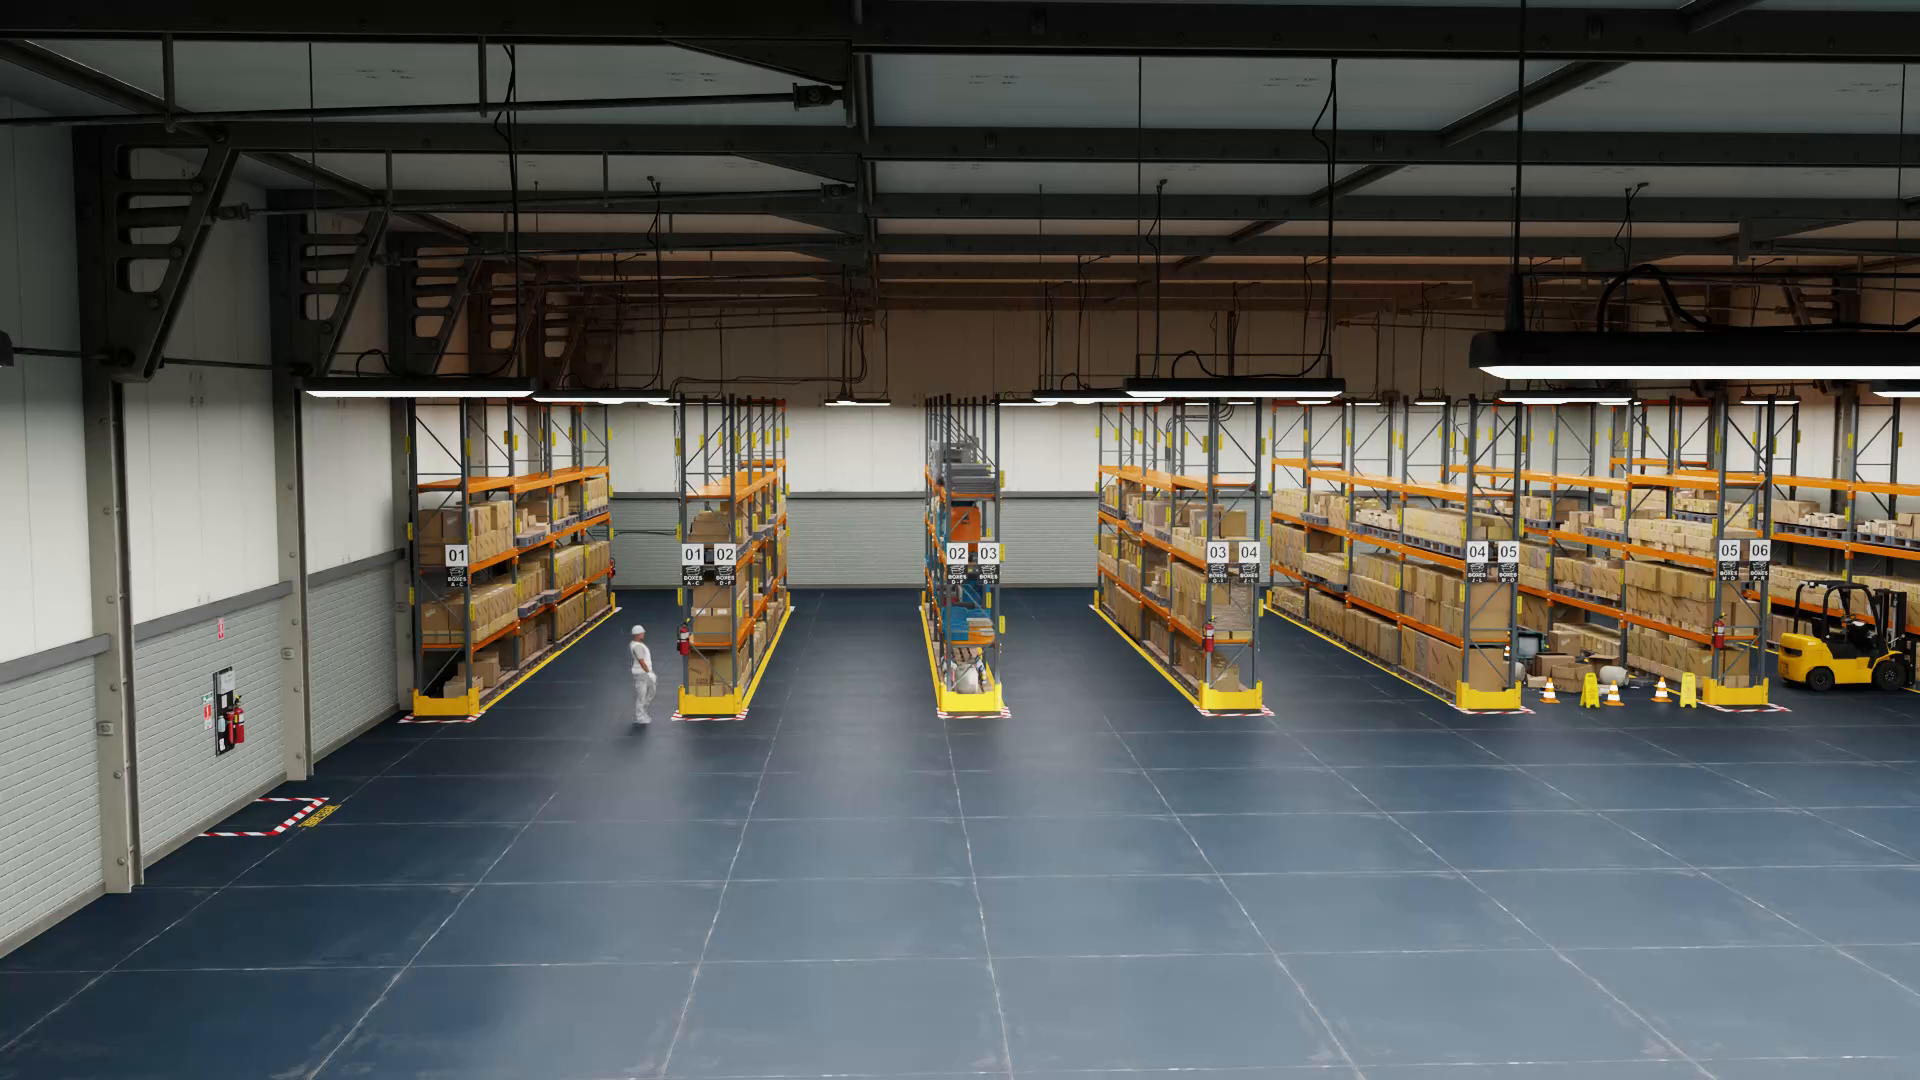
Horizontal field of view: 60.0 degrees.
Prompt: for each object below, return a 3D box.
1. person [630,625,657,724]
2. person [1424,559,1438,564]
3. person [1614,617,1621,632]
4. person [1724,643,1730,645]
[{"bbox_3d":[-5.751,2.442,30.310,0.623,1.790,0.647,1,5,9],"label":"person"},{"bbox_3d":[14.264,0.889,50.066,0.718,1.738,0.567,-1,5,-16],"label":"person"},{"bbox_3d":[16.177,1.670,40.890,0.481,1.671,0.553,3,5,29],"label":"person"},{"bbox_3d":[17.450,1.890,37.991,0.398,1.690,0.511,2,5,26],"label":"person"}]
